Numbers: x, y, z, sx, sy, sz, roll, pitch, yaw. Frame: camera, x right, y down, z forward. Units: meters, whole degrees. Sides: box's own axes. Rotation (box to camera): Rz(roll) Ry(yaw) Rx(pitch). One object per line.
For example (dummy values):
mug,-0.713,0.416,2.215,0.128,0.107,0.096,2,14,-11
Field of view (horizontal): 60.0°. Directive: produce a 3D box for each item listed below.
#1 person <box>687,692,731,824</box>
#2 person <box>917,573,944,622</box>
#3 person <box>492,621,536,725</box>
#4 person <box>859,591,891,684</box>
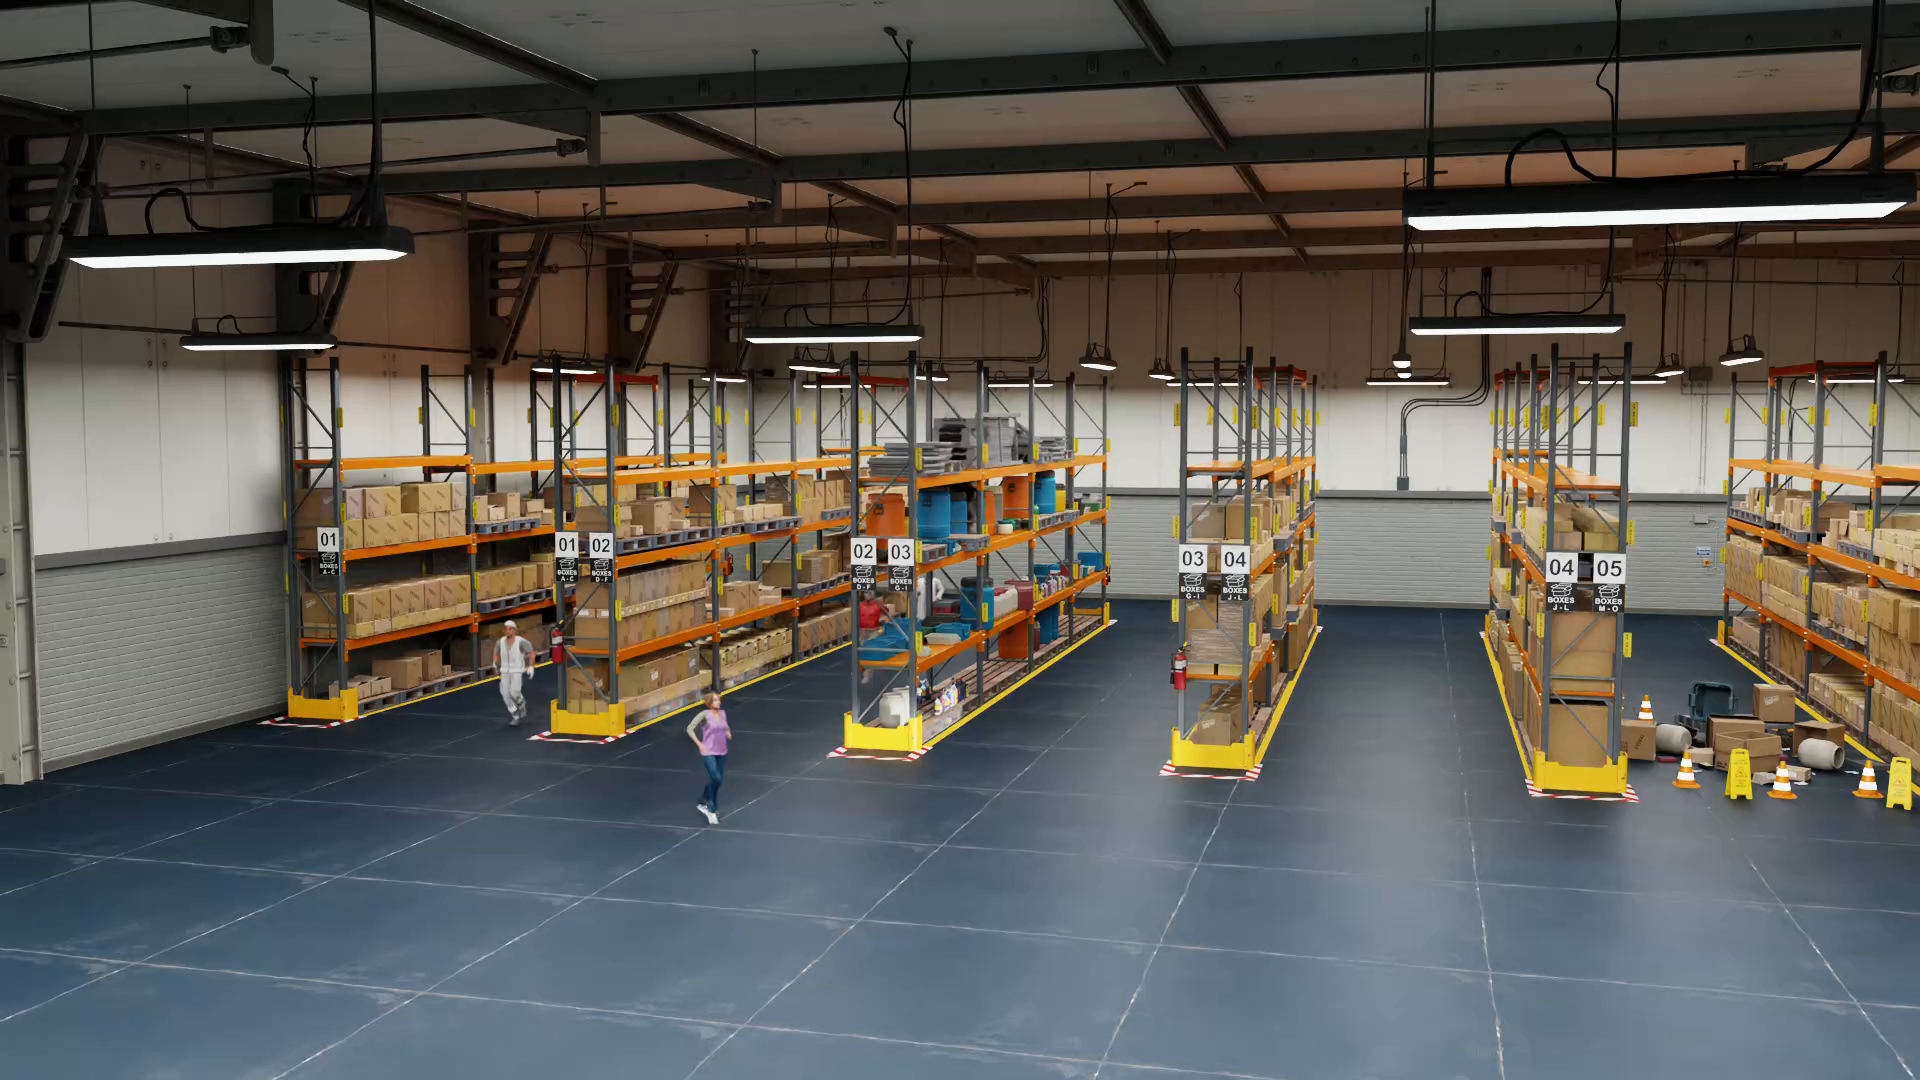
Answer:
person,-3.067,2.708,20.668,0.599,1.659,0.540,4,5,40
person,-0.715,1.490,35.818,0.685,1.826,0.777,1,4,8
person,-7.278,2.165,26.964,0.672,1.722,0.608,1,4,8
person,-1.627,1.712,29.880,0.677,1.681,0.832,1,4,14
